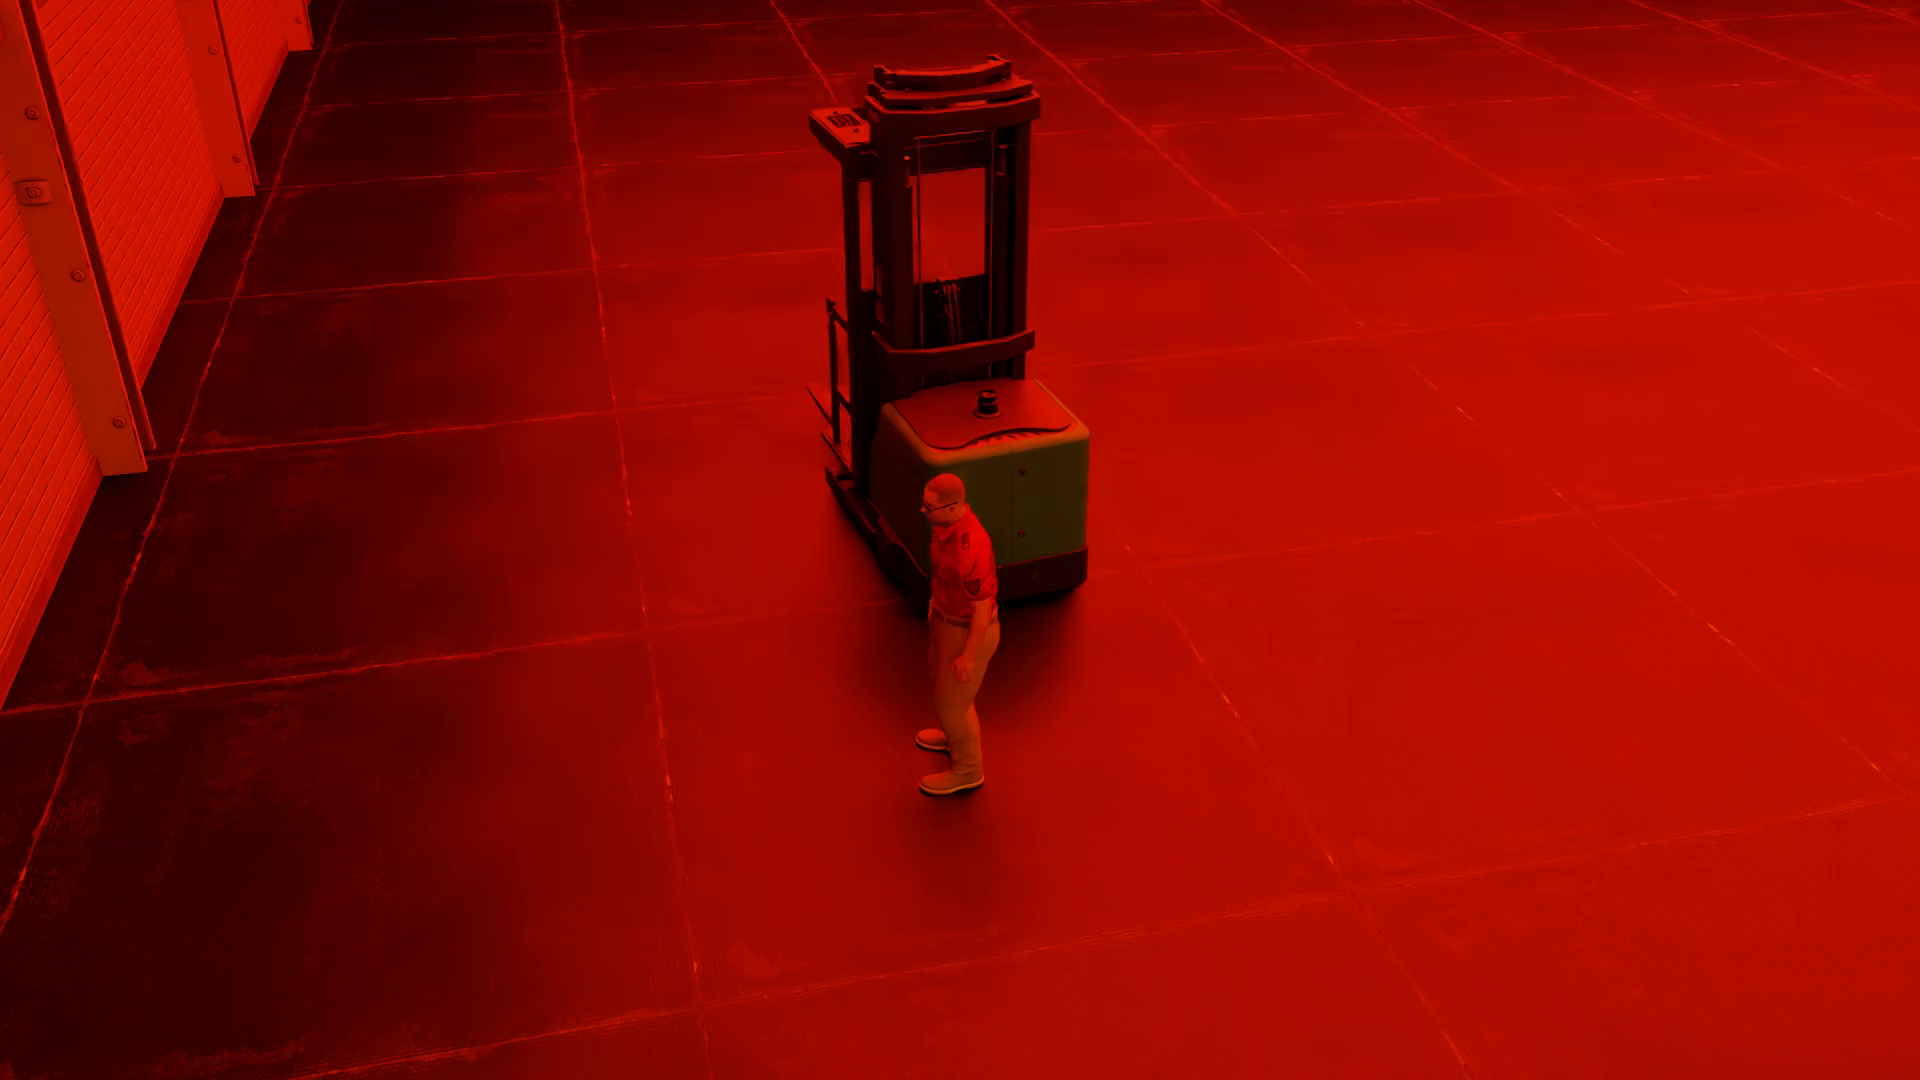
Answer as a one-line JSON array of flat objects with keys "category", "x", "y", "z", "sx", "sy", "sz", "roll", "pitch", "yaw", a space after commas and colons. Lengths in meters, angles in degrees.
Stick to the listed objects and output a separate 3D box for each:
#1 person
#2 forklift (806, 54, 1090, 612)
[{"category": "person", "x": -0.033, "y": 0.426, "z": 8.041, "sx": 0.408, "sy": 1.724, "sz": 0.630, "roll": -7, "pitch": 31, "yaw": -12}, {"category": "forklift", "x": -0.249, "y": -1.564, "z": 10.277, "sx": 1.130, "sy": 2.935, "sz": 3.031, "roll": -11, "pitch": 32, "yaw": -18}]
